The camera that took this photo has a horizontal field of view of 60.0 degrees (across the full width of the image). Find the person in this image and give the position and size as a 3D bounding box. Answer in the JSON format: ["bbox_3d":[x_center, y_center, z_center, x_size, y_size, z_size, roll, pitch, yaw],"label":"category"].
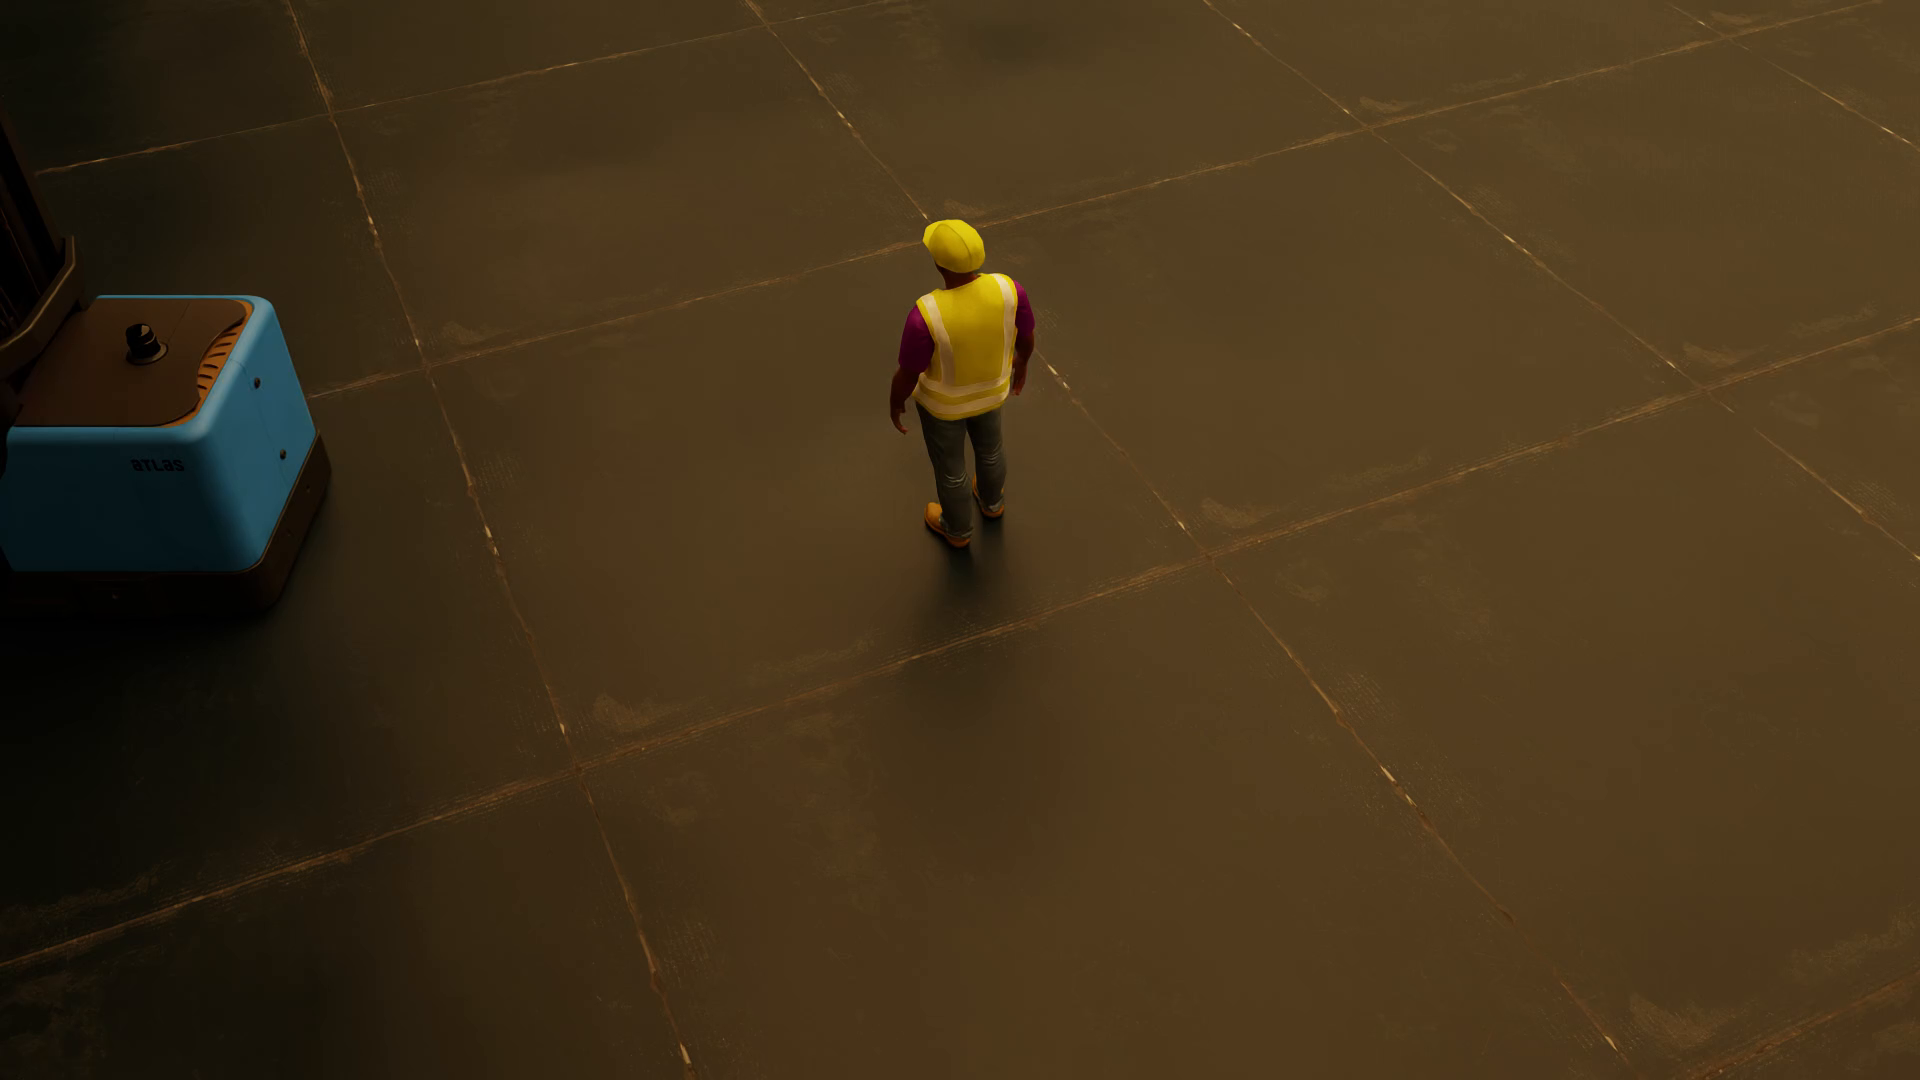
[{"bbox_3d":[-0.024,-0.696,7.269,0.665,1.768,0.575,-18,46,-18],"label":"person"}]

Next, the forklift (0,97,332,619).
[{"bbox_3d":[-4.566,-1.058,6.813,3.031,2.935,1.130,0,43,0],"label":"forklift"}]
